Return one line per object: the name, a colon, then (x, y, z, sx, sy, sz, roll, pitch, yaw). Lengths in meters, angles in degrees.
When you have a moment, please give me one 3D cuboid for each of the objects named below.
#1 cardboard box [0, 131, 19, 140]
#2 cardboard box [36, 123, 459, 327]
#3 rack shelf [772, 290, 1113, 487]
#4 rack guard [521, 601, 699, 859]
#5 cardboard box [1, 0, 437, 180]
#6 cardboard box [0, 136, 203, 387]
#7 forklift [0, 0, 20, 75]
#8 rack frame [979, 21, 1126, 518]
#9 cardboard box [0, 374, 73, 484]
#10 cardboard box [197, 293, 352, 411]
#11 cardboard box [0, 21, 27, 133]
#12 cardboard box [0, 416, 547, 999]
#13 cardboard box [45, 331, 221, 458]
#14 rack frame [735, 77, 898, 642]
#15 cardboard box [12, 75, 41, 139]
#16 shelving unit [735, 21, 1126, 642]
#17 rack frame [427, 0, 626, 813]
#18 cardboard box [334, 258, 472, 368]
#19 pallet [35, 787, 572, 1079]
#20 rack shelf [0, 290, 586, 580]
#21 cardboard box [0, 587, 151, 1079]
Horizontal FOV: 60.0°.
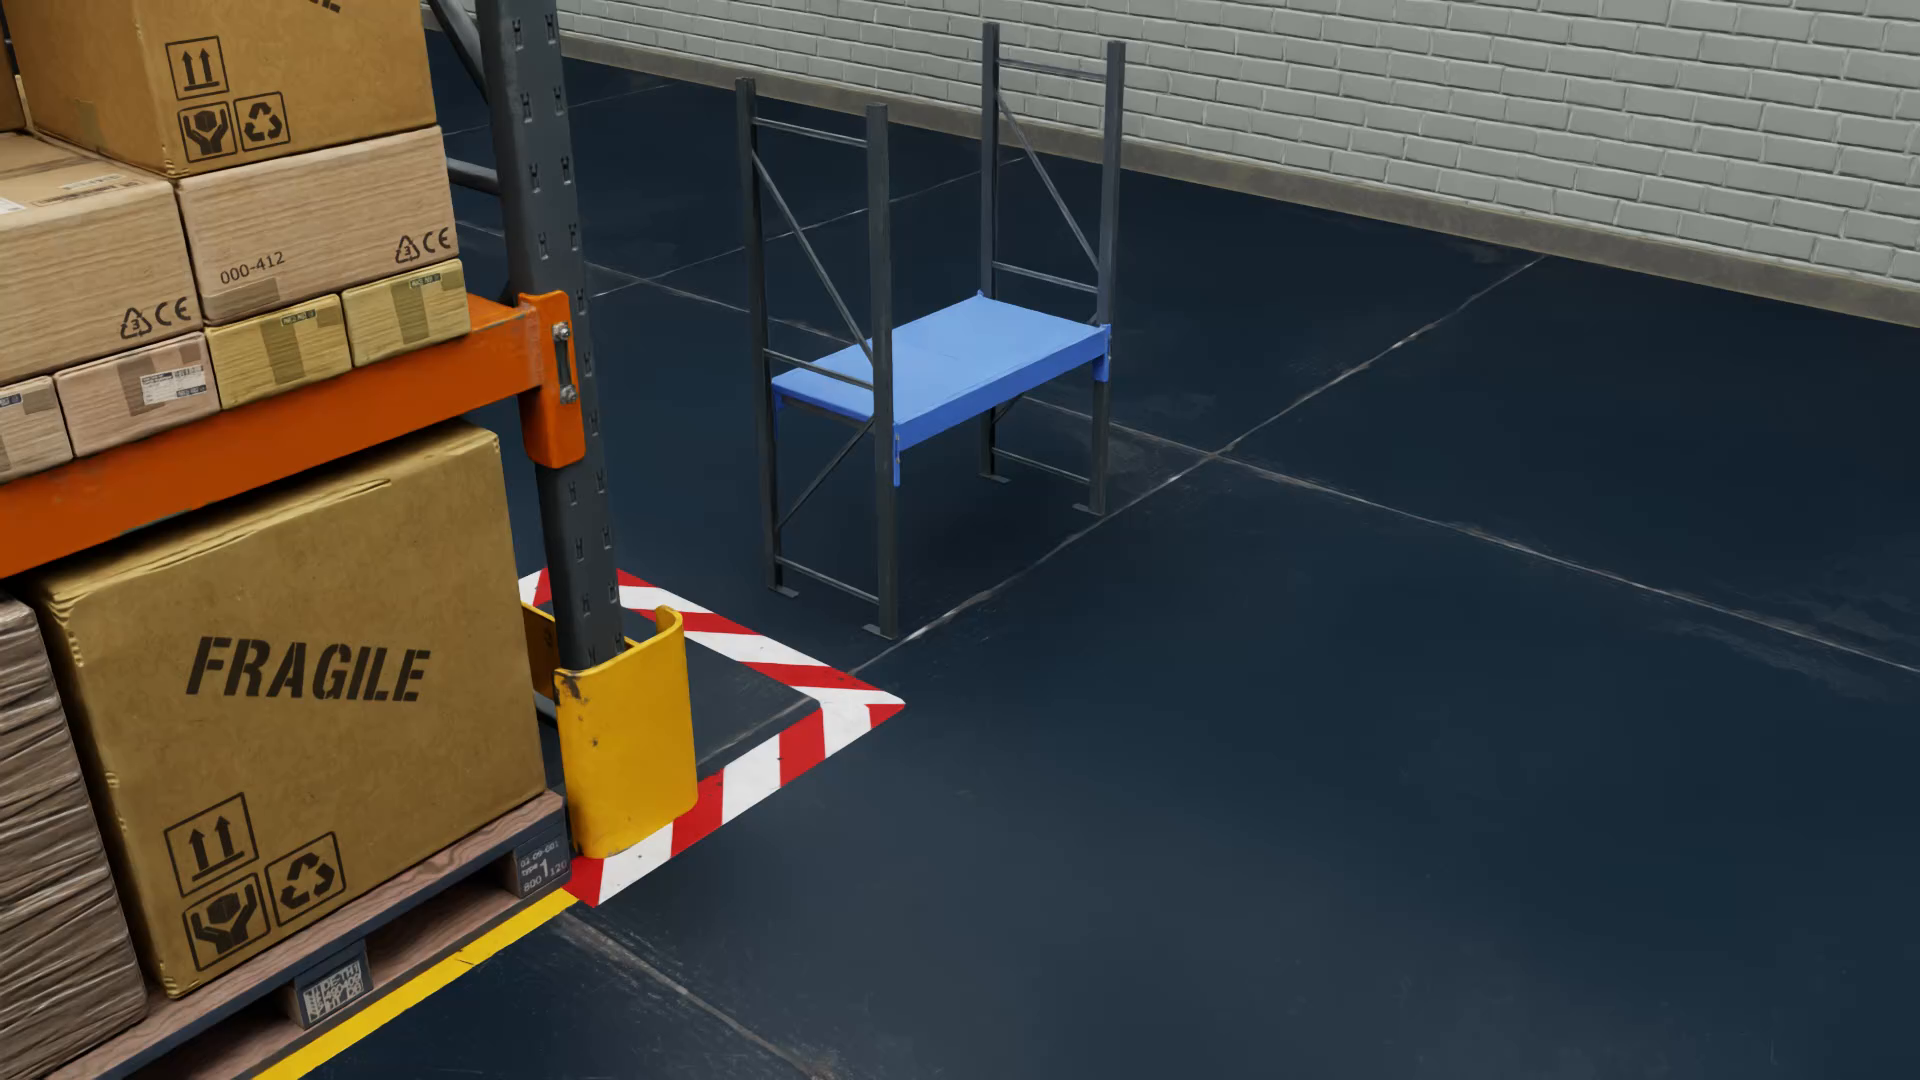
cardboard box: (-2.023, -0.596, 2.978, 0.500, 0.250, 0.500, 20, 34, 34)
cardboard box: (-1.287, -0.624, 3.032, 0.500, 0.250, 0.500, 20, 33, 34)
rack shelf: (-0.054, -0.476, 4.930, 0.538, 0.185, 1.000, 21, 34, 34)
rack guard: (-1.168, 0.293, 4.139, 1.175, 0.500, 0.348, 21, 34, 34)
cardboard box: (-1.291, -0.957, 2.859, 0.500, 0.500, 0.500, 21, 34, 35)
cardboard box: (-1.610, -0.445, 2.685, 0.500, 0.250, 0.500, 20, 33, 34)
forklift: (-3.547, -1.930, 5.791, 3.031, 2.935, 1.130, 10, 29, 19)
rack frame: (0.269, -0.816, 5.195, 0.500, 1.500, 0.032, 21, 34, 34)
cardboard box: (-1.641, -0.204, 2.654, 0.380, 0.149, 0.250, 21, 34, 35)
cardboard box: (-1.320, -0.382, 2.996, 0.380, 0.149, 0.250, 21, 34, 35)
cardboard box: (-2.015, -0.938, 2.823, 0.500, 0.500, 0.500, 20, 33, 33)
cardboard box: (-1.529, 0.199, 3.456, 0.875, 0.875, 0.875, 21, 34, 34)
cardboard box: (-1.481, -0.292, 2.824, 0.380, 0.149, 0.250, 21, 34, 35)
rack frame: (-0.378, -0.456, 4.499, 0.500, 1.500, 0.032, 21, 34, 34)
cardboard box: (-1.697, -0.783, 3.338, 0.500, 0.250, 0.500, 20, 33, 33)
shelving unit: (-0.054, -0.636, 4.847, 0.538, 1.500, 1.048, 21, 34, 34)
rack frame: (-1.183, -0.808, 3.548, 1.000, 3.000, 0.127, 21, 34, 34)
cardboard box: (-1.156, -0.474, 3.176, 0.380, 0.149, 0.250, 22, 34, 35)
pallet: (-1.632, 0.737, 3.596, 1.003, 0.211, 1.213, 21, 34, 34)
rack shelf: (-2.456, 0.220, 2.342, 1.077, 0.370, 4.000, 21, 34, 34)
cardboard box: (-2.108, 0.522, 2.832, 0.875, 0.875, 0.875, 21, 34, 34)
